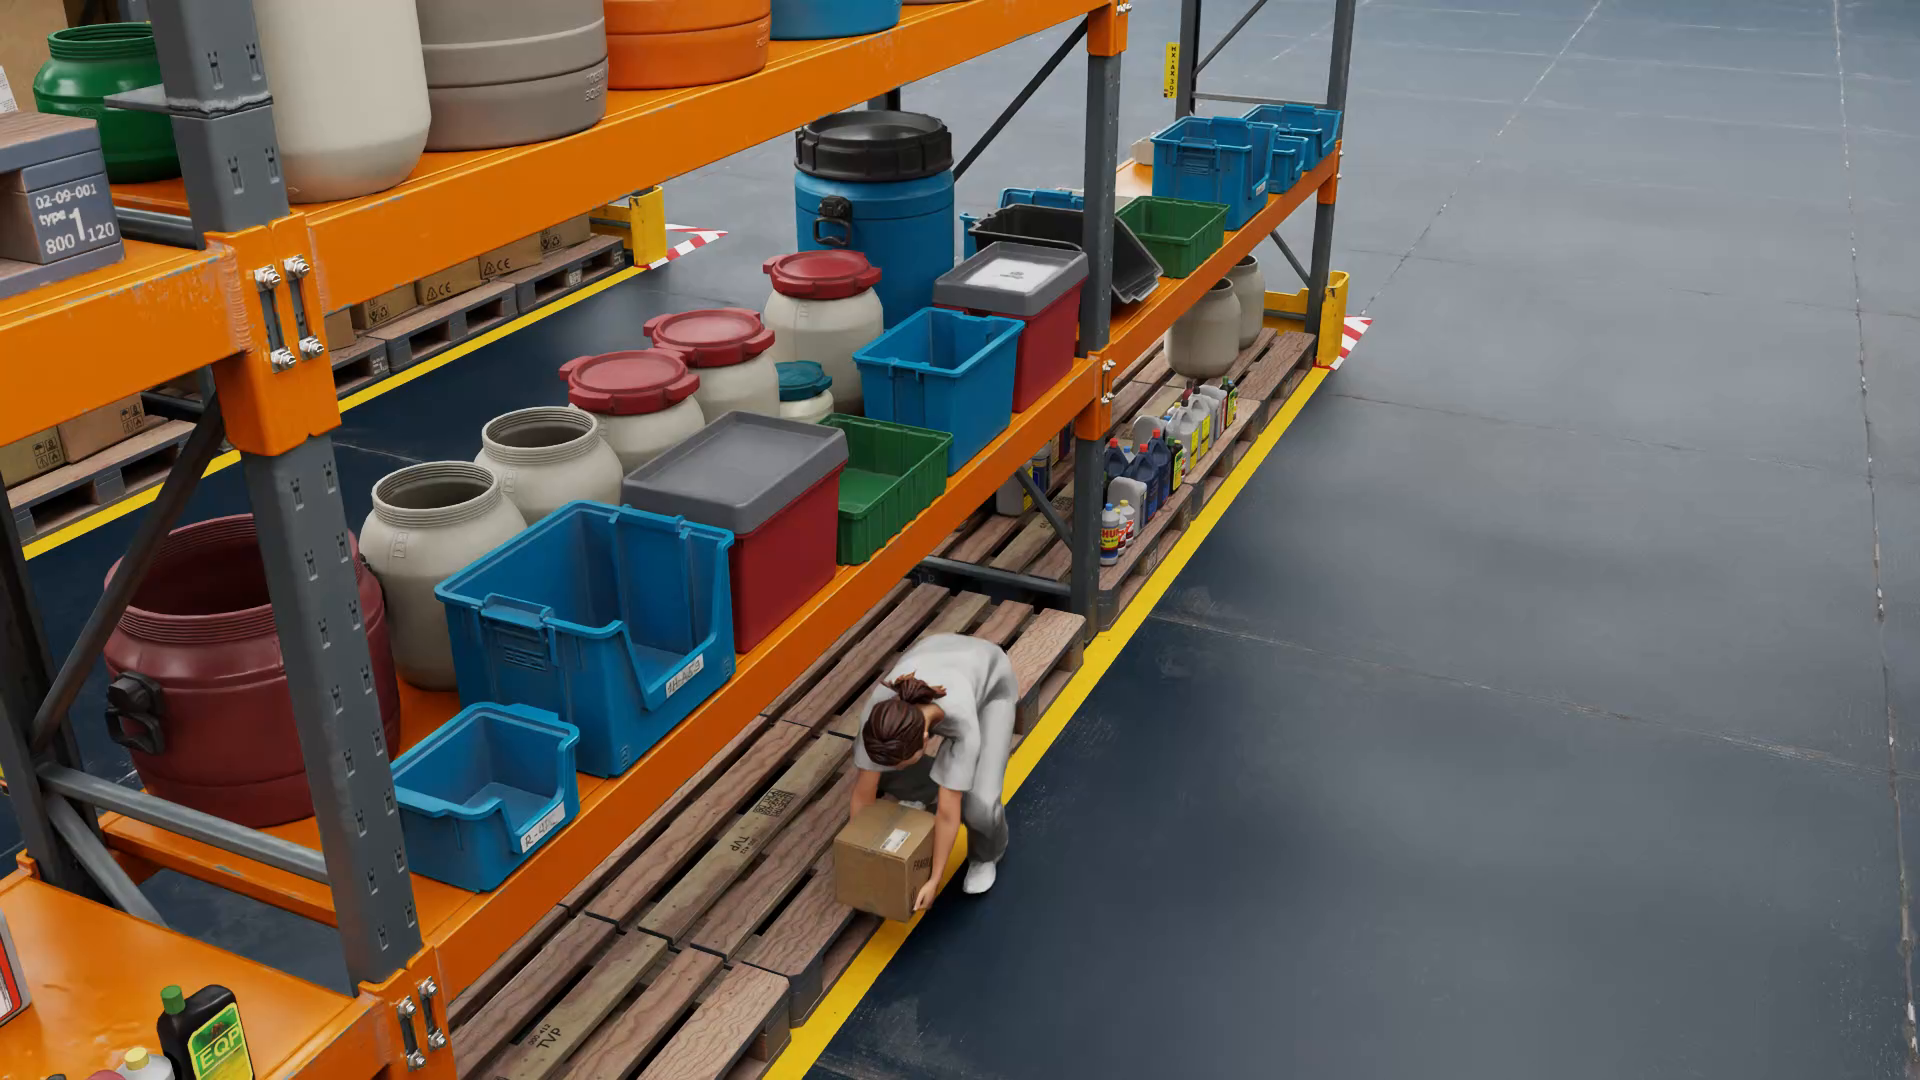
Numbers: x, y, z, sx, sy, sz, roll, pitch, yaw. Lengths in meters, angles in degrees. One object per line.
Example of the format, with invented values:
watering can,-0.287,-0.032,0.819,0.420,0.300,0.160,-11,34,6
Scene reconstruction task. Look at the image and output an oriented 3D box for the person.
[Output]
person,-0.086,0.752,5.410,0.484,0.953,0.856,10,28,20
